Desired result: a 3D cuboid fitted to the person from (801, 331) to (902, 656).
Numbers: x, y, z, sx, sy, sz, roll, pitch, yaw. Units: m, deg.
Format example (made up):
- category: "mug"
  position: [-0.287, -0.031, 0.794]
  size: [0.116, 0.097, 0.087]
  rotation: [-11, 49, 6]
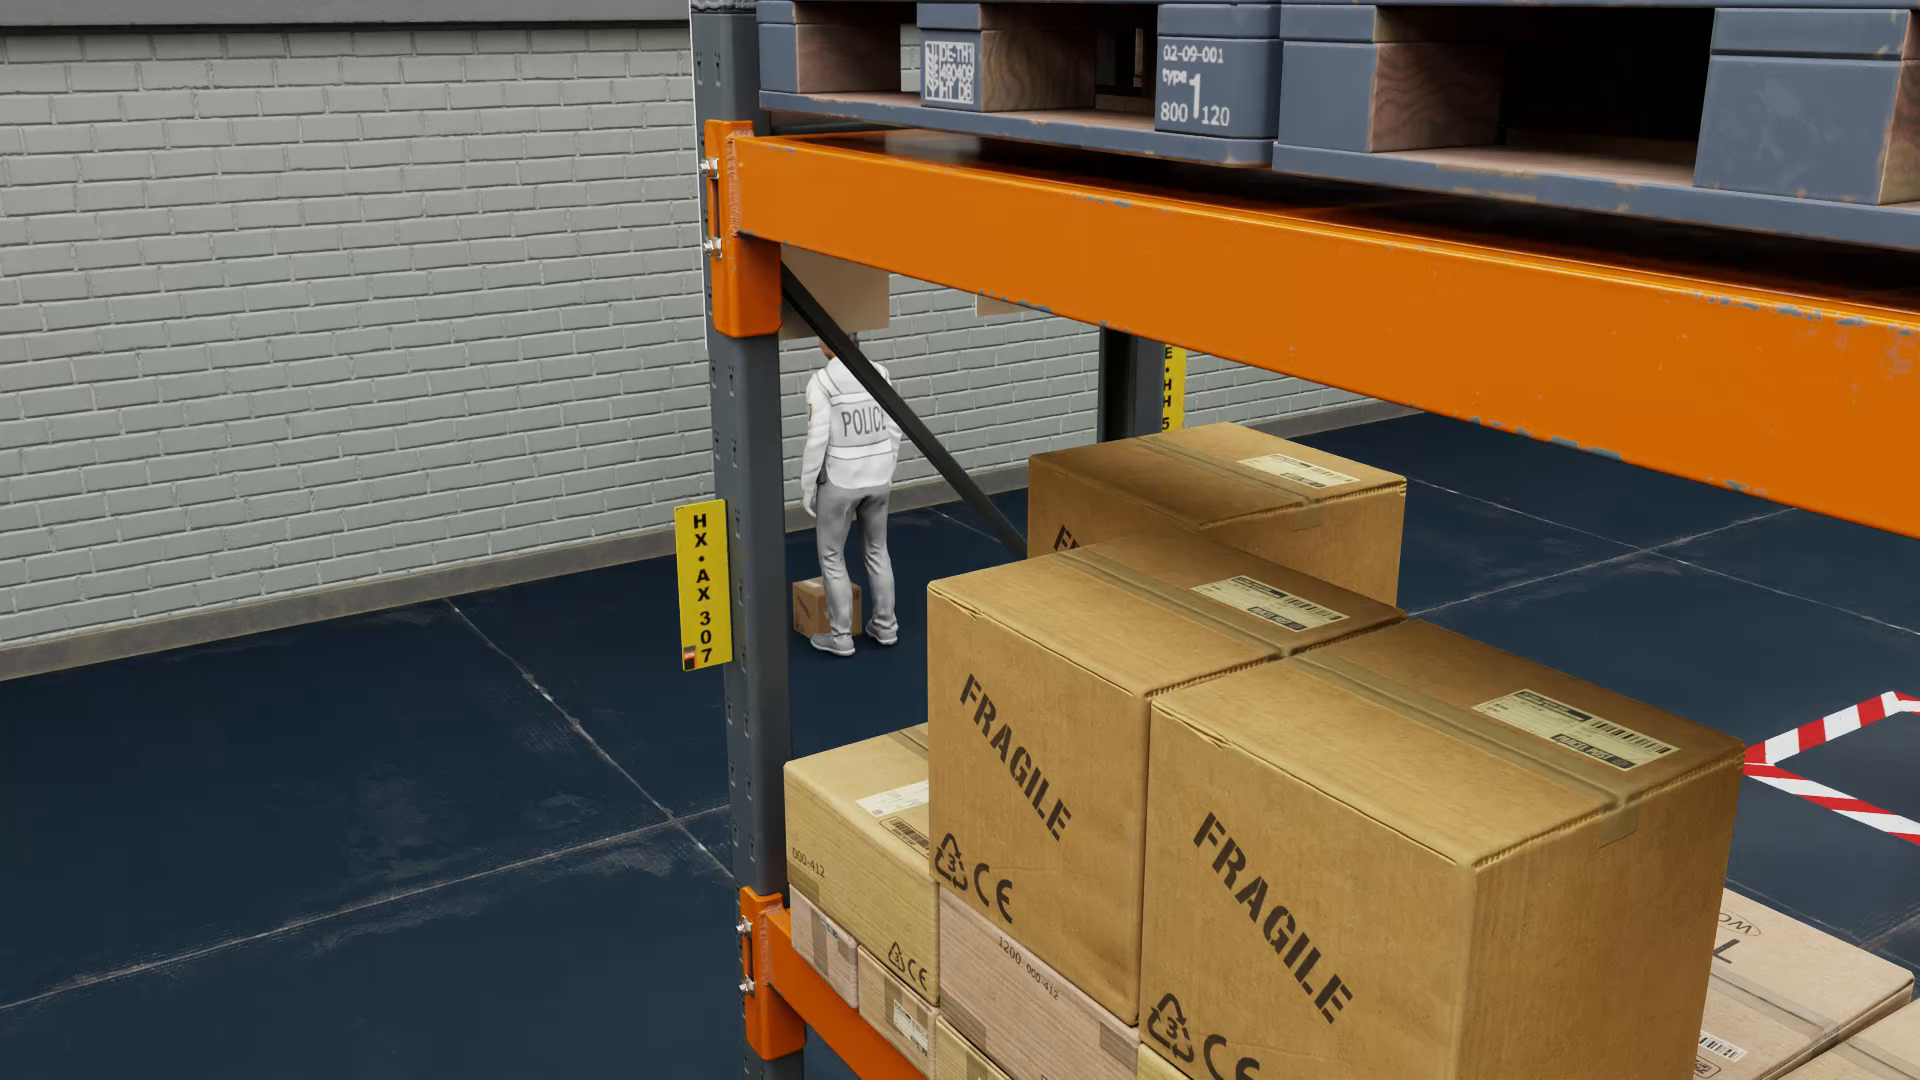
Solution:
- category: "person"
  position: [-0.519, -0.268, 7.865]
  size: [0.522, 1.663, 0.371]
  rotation: [-13, 22, -33]
